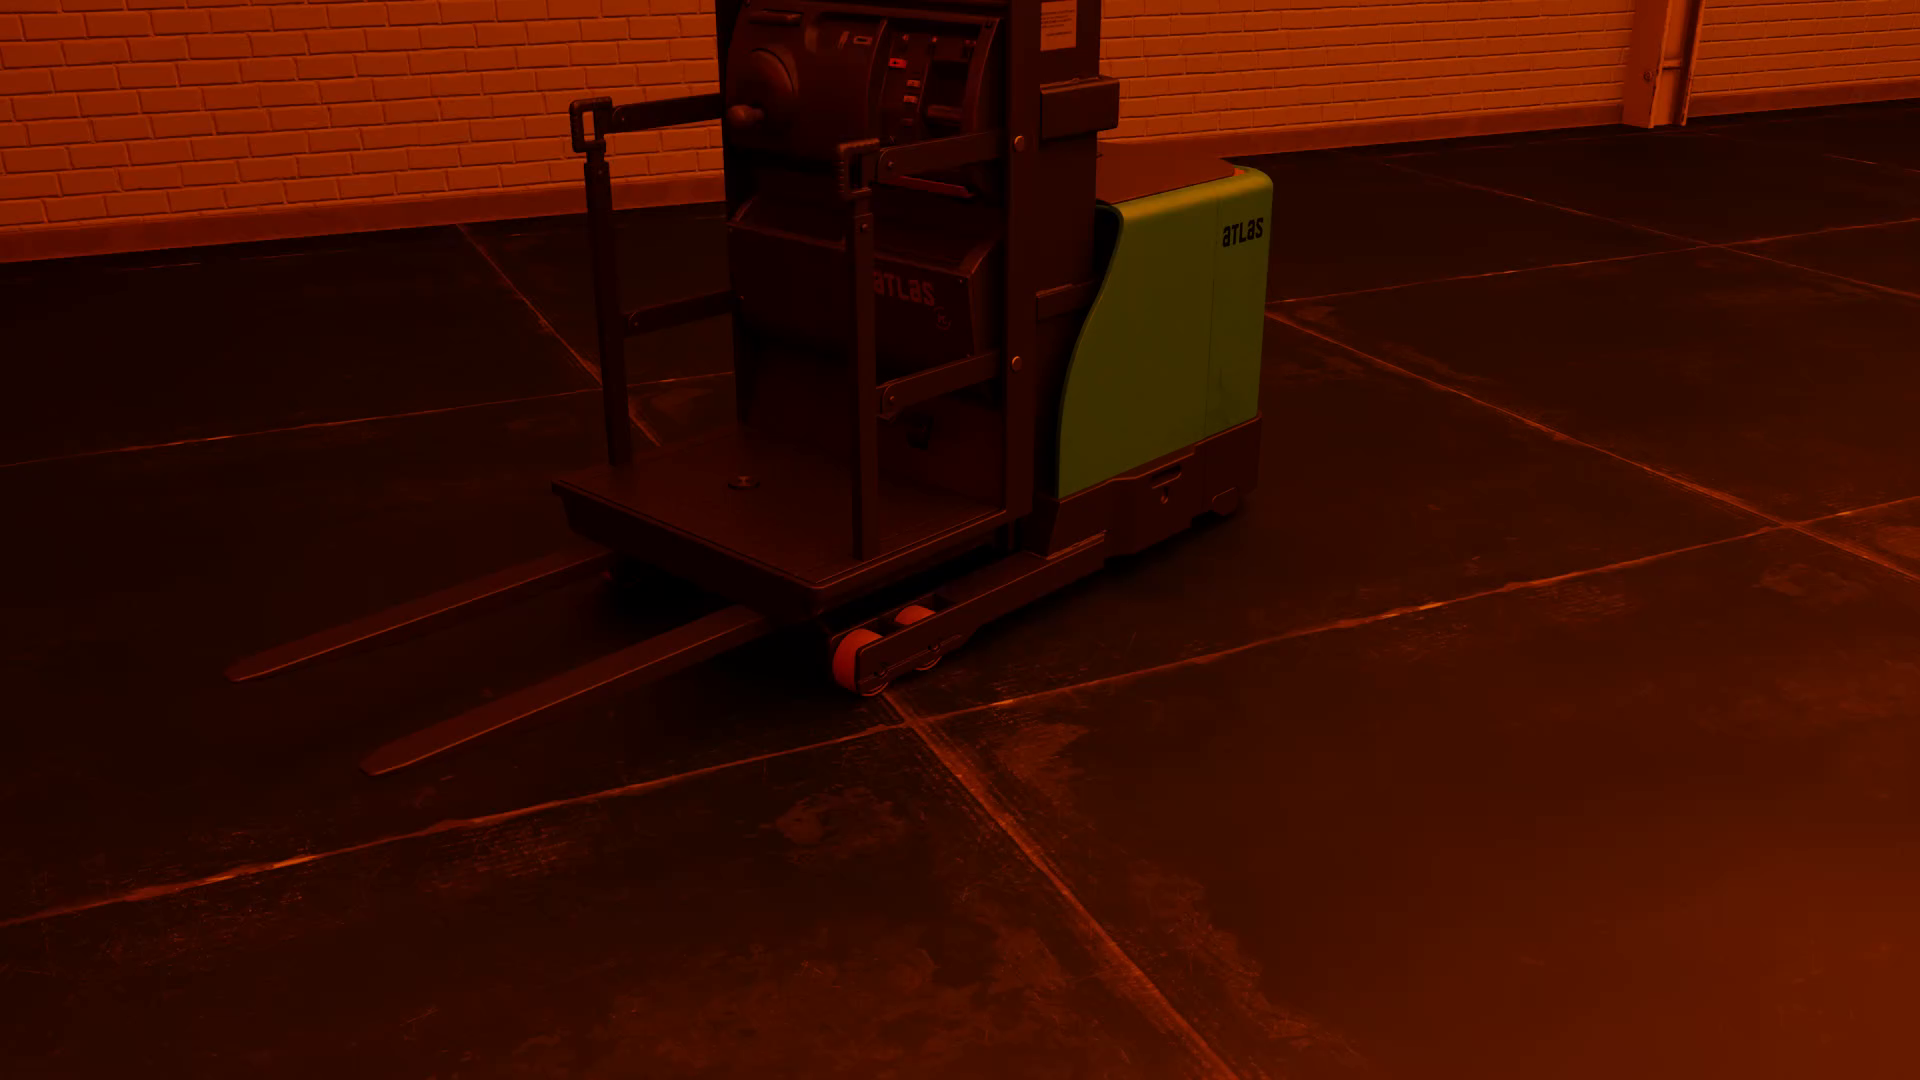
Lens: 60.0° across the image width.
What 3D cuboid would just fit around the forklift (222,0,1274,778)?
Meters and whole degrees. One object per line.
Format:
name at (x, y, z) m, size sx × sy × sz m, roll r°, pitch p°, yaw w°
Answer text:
forklift at (-0.413, -1.182, 4.131) m, size 1.130 × 2.935 × 3.031 m, roll 19°, pitch 29°, yaw 39°
